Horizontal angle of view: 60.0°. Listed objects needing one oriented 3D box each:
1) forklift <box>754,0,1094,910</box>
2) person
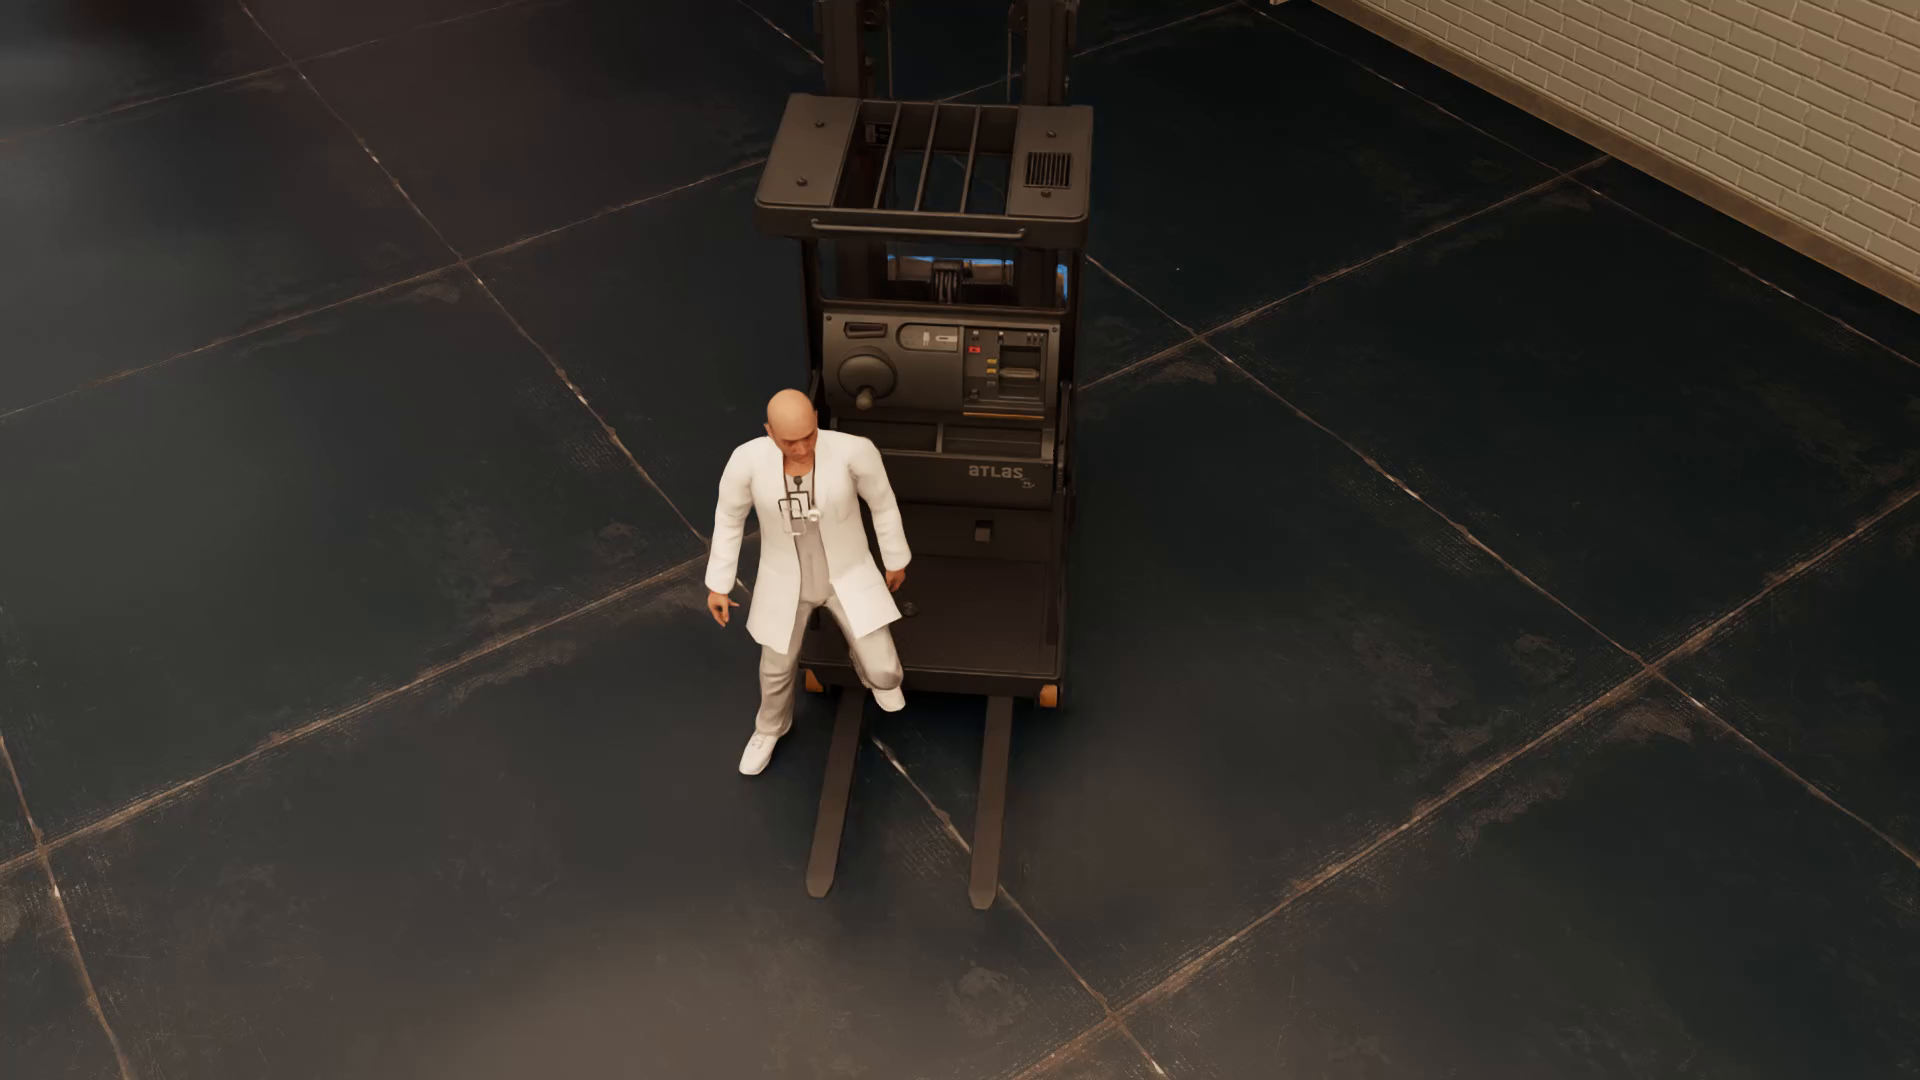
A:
[{"bbox_3d":[-0.092,-0.604,6.371,1.130,2.935,3.031,3,43,4],"label":"forklift"},{"bbox_3d":[-0.575,0.208,6.348,0.791,1.771,0.534,-2,43,-3],"label":"person"}]
